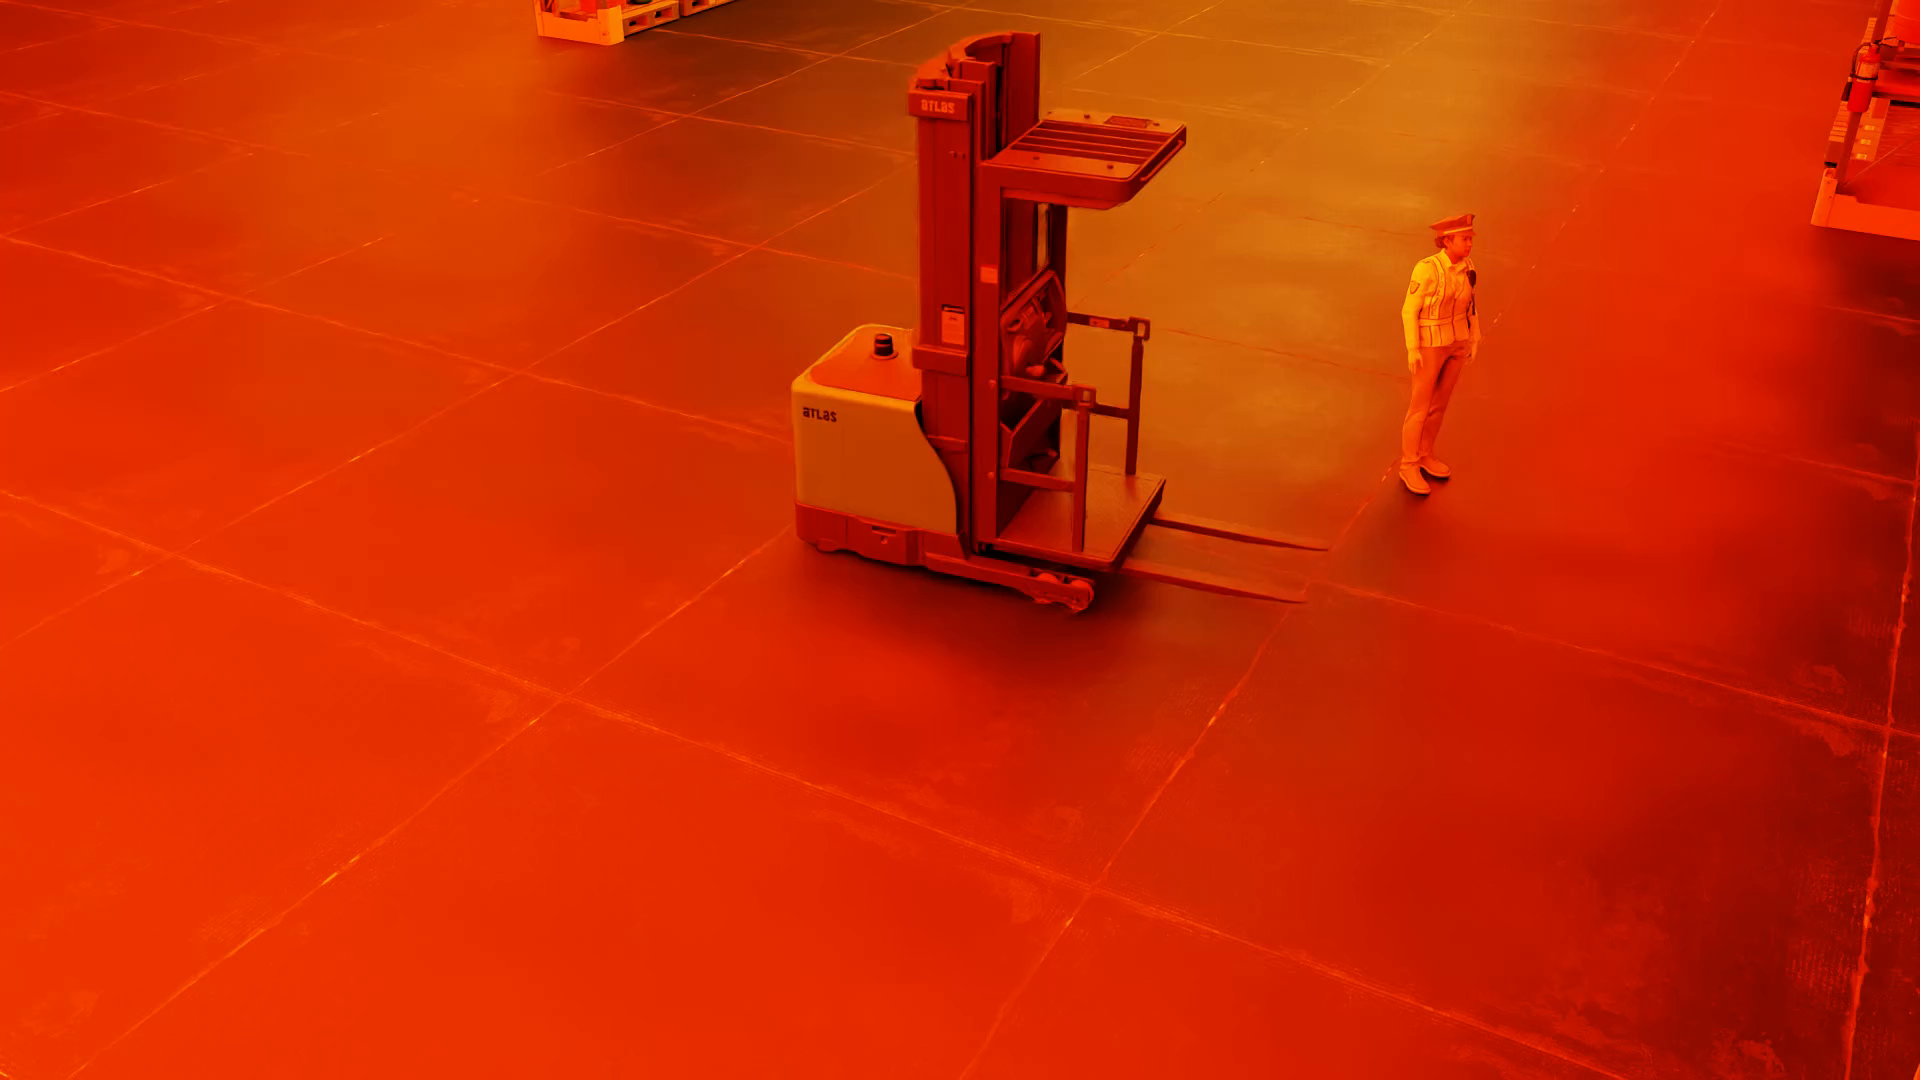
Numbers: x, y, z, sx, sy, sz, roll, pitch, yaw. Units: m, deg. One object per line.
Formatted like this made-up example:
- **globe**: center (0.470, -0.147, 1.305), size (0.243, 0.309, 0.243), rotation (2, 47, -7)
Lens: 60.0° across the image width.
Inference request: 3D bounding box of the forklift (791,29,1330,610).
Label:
- **forklift**: center (0.590, -1.177, 9.110), size (3.031, 2.935, 1.130), rotation (11, 32, 19)

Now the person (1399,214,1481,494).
- **person**: center (3.030, -1.187, 10.351), size (0.584, 1.694, 0.532), rotation (-14, 33, -23)
